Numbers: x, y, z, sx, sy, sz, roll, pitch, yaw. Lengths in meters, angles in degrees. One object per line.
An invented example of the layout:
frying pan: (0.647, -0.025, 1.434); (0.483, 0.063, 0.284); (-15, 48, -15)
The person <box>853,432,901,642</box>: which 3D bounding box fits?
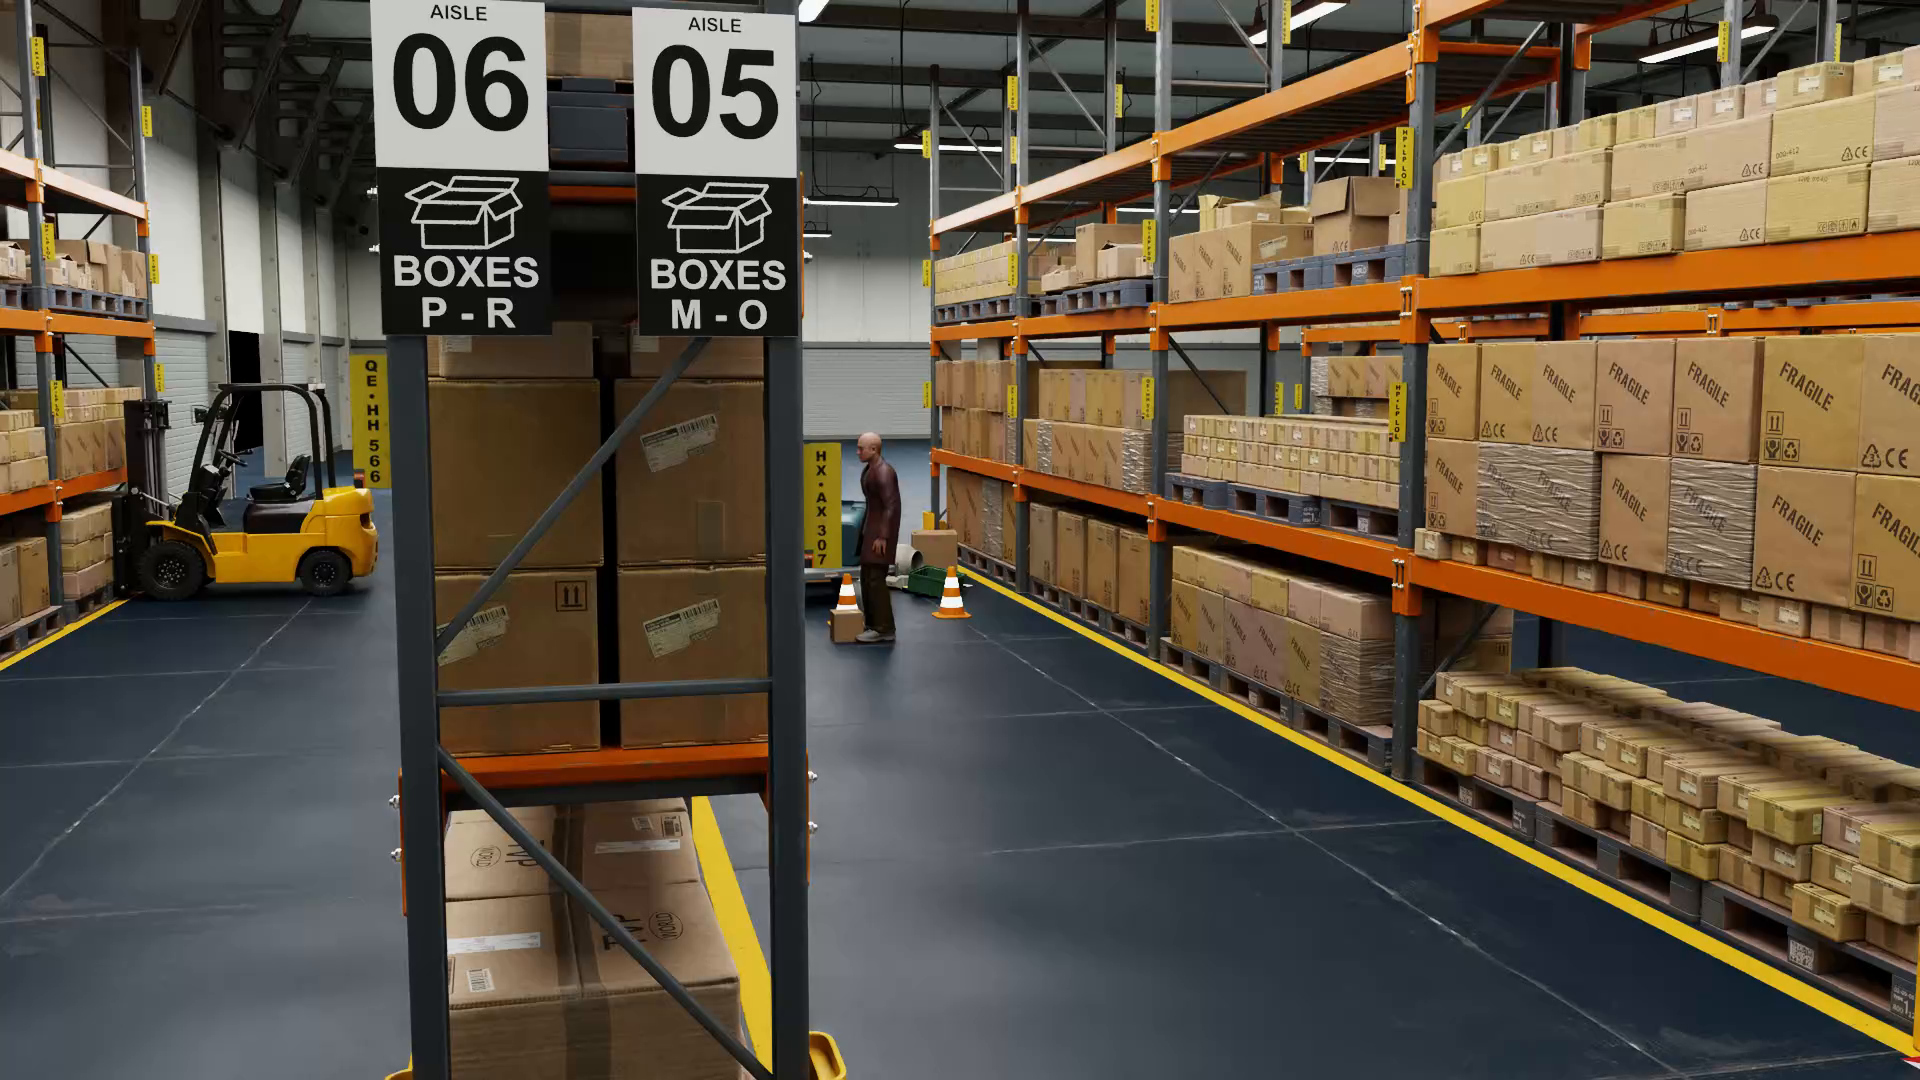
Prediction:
person: (-0.723, -0.031, 14.178); (0.427, 1.773, 0.651); (-2, 6, -17)
